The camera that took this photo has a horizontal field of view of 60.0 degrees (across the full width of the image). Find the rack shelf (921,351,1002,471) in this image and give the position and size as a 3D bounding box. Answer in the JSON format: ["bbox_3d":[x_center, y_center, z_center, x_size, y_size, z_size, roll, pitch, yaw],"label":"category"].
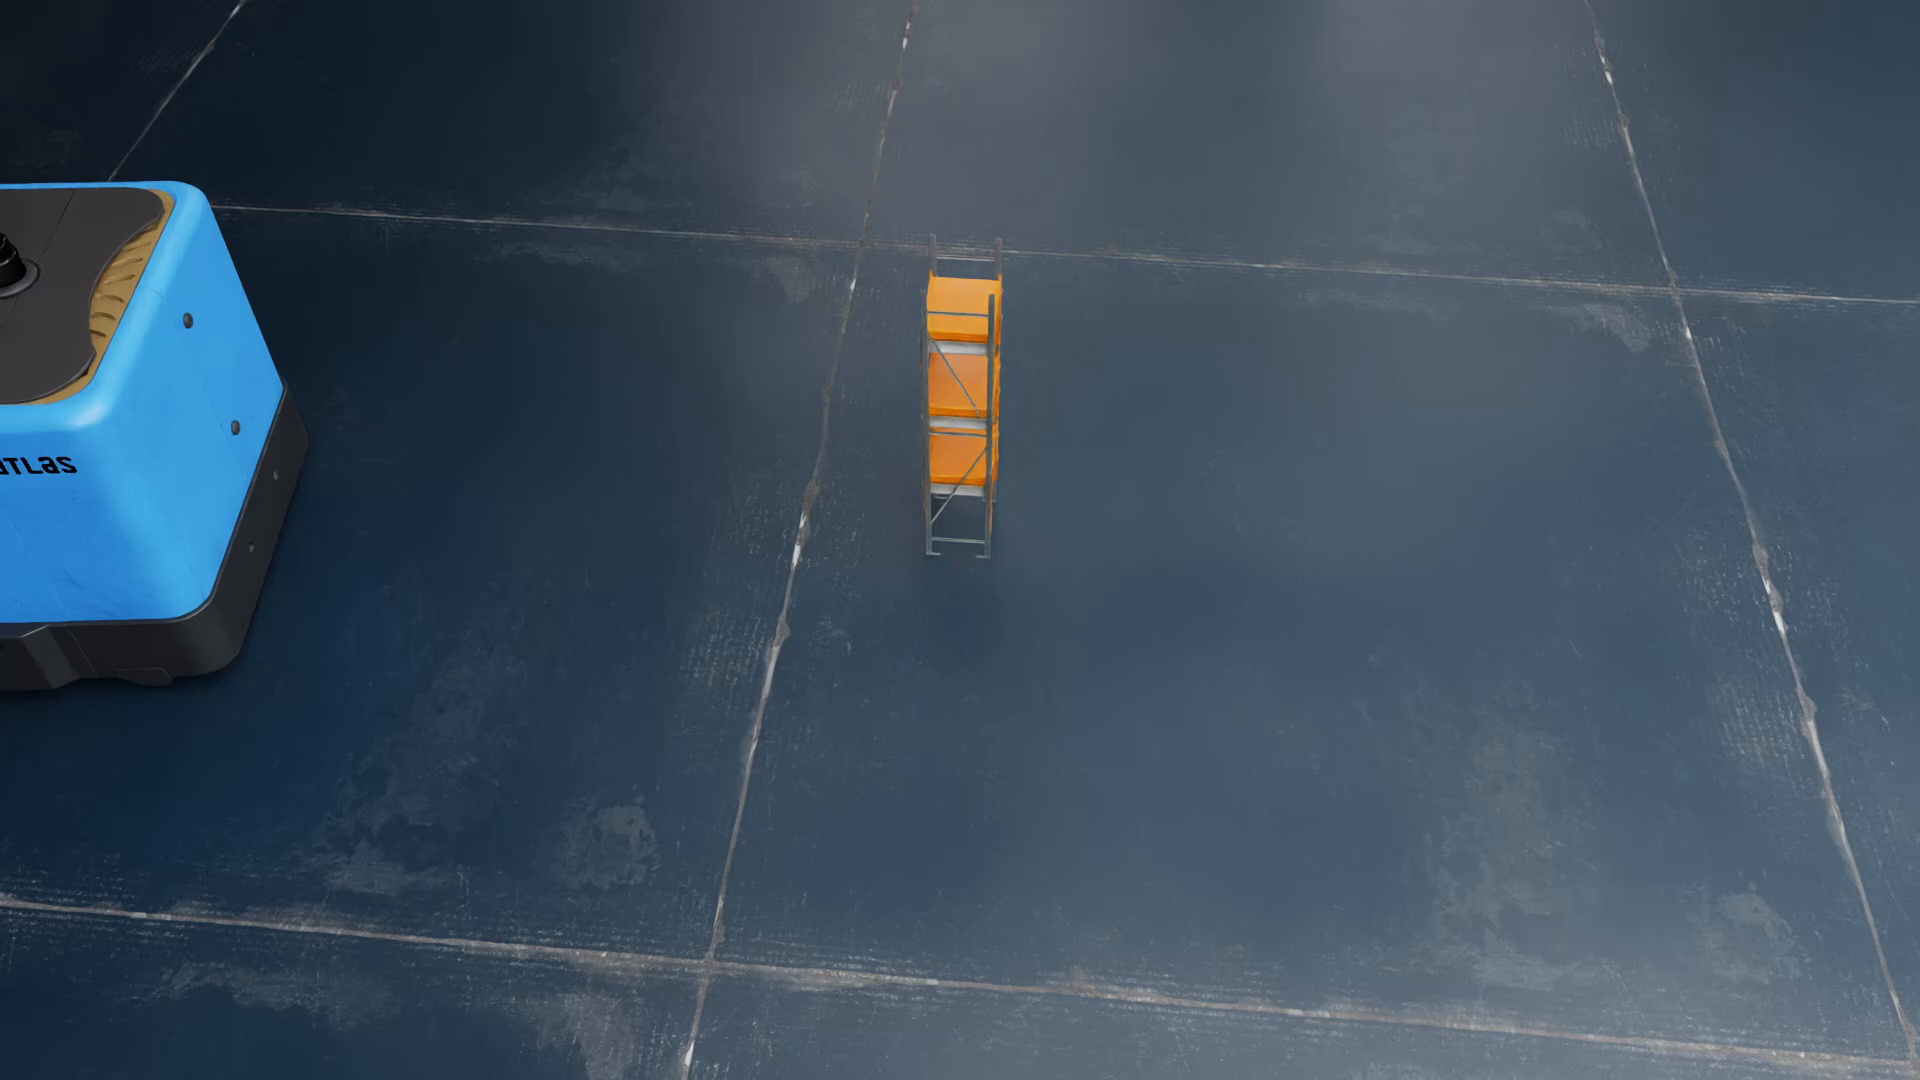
[{"bbox_3d":[0.005,-0.386,4.906,0.215,0.259,0.240,4,48,4],"label":"rack shelf"}]

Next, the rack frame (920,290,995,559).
[{"bbox_3d":[-0.006,-0.304,4.817,0.200,1.050,0.008,4,48,4],"label":"rack frame"}]

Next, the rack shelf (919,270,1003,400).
[{"bbox_3d":[0.005,-0.578,4.697,0.215,0.259,0.240,4,48,4],"label":"rack shelf"}]

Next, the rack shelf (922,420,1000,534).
[{"bbox_3d":[0.005,-0.199,5.111,0.215,0.259,0.240,4,48,4],"label":"rack shelf"}]

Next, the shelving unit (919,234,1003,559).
[{"bbox_3d":[0.005,-0.394,4.899,0.215,1.050,0.252,4,48,4],"label":"shelving unit"}]

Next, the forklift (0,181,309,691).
[{"bbox_3d":[-3.629,-0.903,4.089,3.031,2.935,1.130,-1,48,-1],"label":"forklift"}]

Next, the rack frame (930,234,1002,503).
[{"bbox_3d":[0.016,-0.483,4.981,0.200,1.050,0.008,4,48,4],"label":"rack frame"}]
